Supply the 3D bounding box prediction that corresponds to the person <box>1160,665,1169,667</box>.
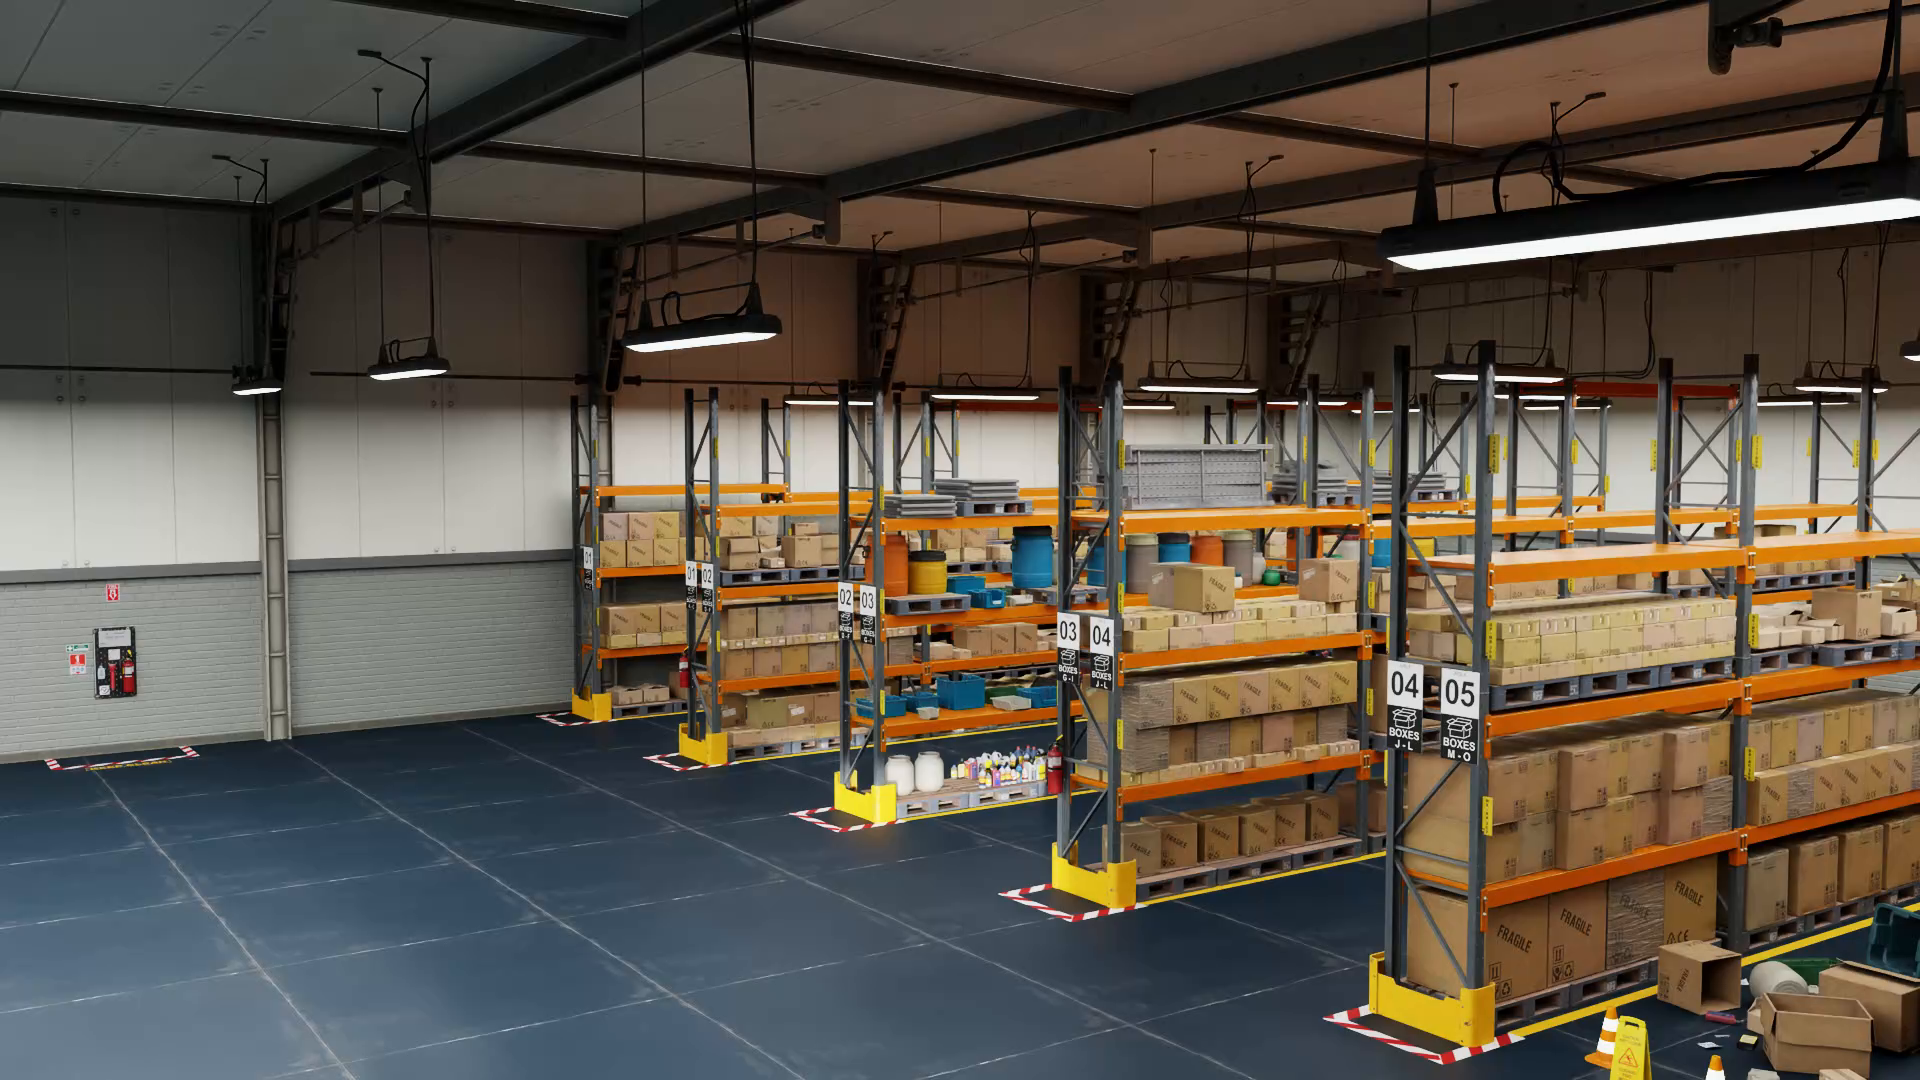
[{"bbox_3d":[3.704,2.515,29.550,0.454,1.782,0.648,2,4,25],"label":"person"}]
